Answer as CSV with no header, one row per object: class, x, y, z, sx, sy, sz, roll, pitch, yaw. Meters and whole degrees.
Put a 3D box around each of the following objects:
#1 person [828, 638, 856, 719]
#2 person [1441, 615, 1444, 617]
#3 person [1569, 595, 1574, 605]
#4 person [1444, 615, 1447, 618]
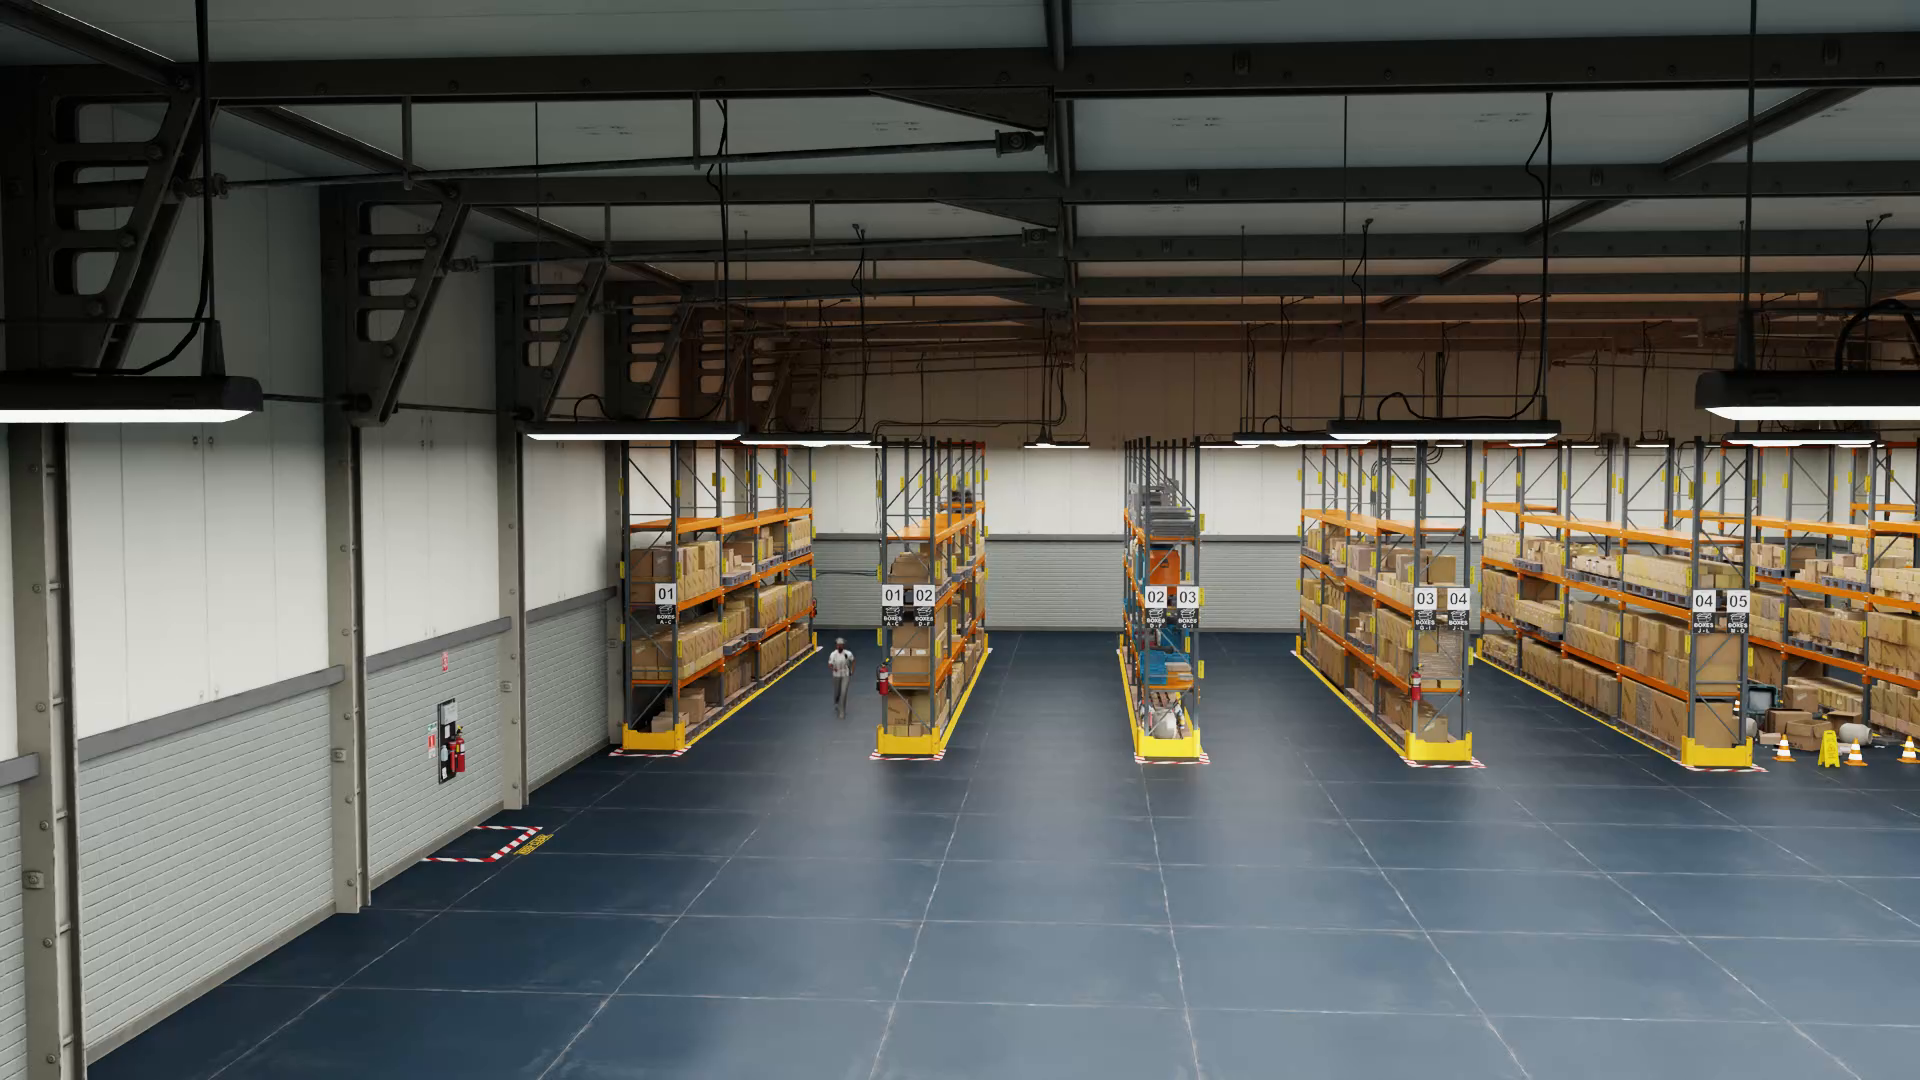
person,-2.556,2.959,35.955,0.589,1.710,0.918,0,3,0
person,13.314,2.420,46.803,0.704,1.636,0.631,2,4,36
person,16.618,2.417,45.429,0.632,1.853,0.769,-1,3,-11
person,13.002,2.516,43.796,0.702,1.730,0.604,1,3,10
